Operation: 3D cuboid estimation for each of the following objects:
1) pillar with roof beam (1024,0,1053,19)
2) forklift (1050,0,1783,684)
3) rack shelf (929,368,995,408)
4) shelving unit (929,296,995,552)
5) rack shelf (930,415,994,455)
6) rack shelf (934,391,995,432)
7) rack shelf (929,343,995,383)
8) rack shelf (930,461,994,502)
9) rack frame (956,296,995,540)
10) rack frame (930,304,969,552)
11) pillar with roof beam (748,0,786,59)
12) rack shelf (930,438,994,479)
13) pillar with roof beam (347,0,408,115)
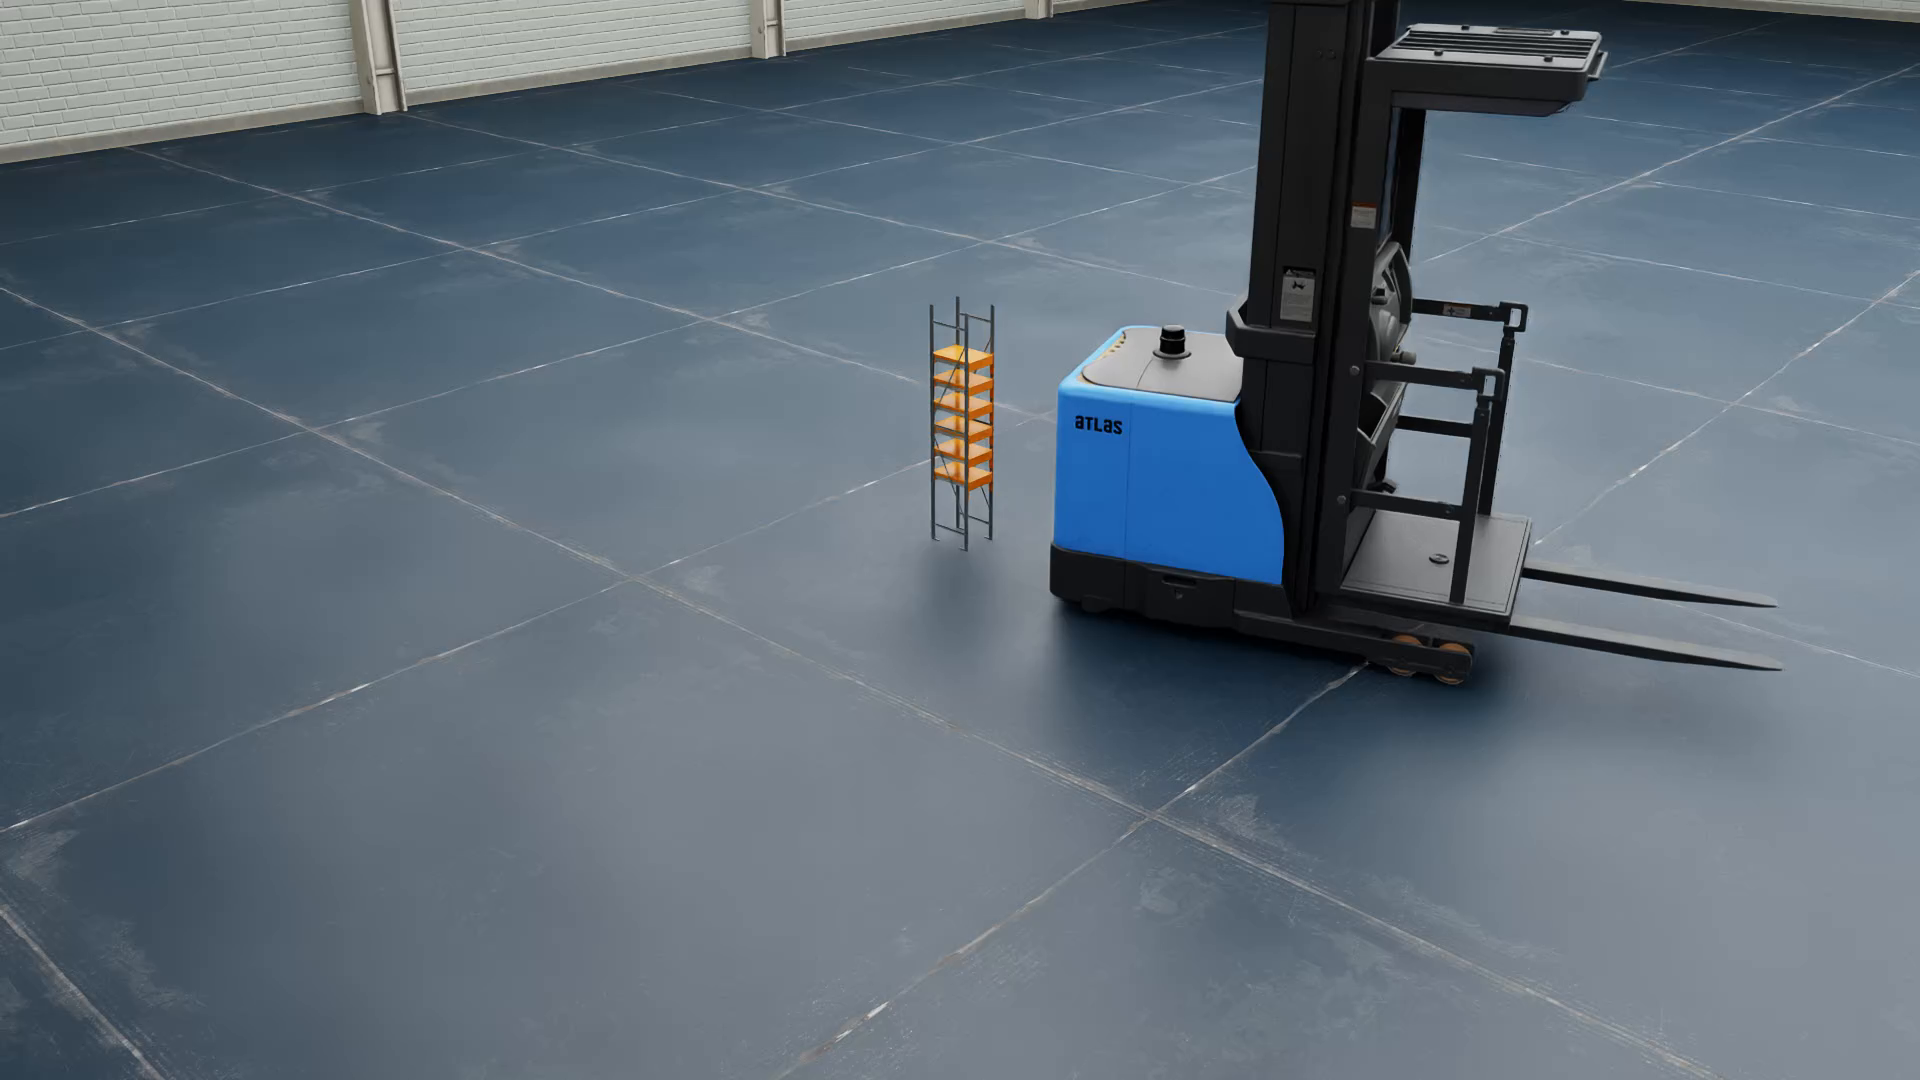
[{"bbox_3d":[4.506,-11.595,23.112,9.100,9.000,0.400,20,31,38],"label":"pillar with roof beam"},{"bbox_3d":[1.975,-0.984,6.863,3.031,2.935,1.130,10,26,20],"label":"forklift"},{"bbox_3d":[0.010,-0.730,7.934,0.258,0.103,0.180,20,31,38],"label":"rack shelf"},{"bbox_3d":[0.010,-0.552,8.014,0.258,1.200,0.189,20,31,38],"label":"shelving unit"},{"bbox_3d":[0.010,-0.511,8.033,0.258,0.103,0.180,20,31,38],"label":"rack shelf"},{"bbox_3d":[0.010,-0.621,7.983,0.258,0.103,0.180,20,31,38],"label":"rack shelf"},{"bbox_3d":[0.010,-0.840,7.885,0.258,0.103,0.180,20,31,38],"label":"rack shelf"},{"bbox_3d":[0.010,-0.292,8.131,0.258,0.103,0.180,20,31,38],"label":"rack shelf"},{"bbox_3d":[0.071,-0.580,8.077,0.240,1.200,0.006,20,31,38],"label":"rack frame"},{"bbox_3d":[-0.051,-0.524,7.952,0.240,1.200,0.006,20,31,38],"label":"rack frame"},{"bbox_3d":[0.502,-9.767,19.035,9.100,9.000,0.400,20,31,38],"label":"pillar with roof beam"},{"bbox_3d":[0.010,-0.402,8.082,0.258,0.103,0.180,20,31,38],"label":"rack shelf"},{"bbox_3d":[-3.503,-7.939,14.958,9.100,9.000,0.400,20,31,38],"label":"pillar with roof beam"}]
